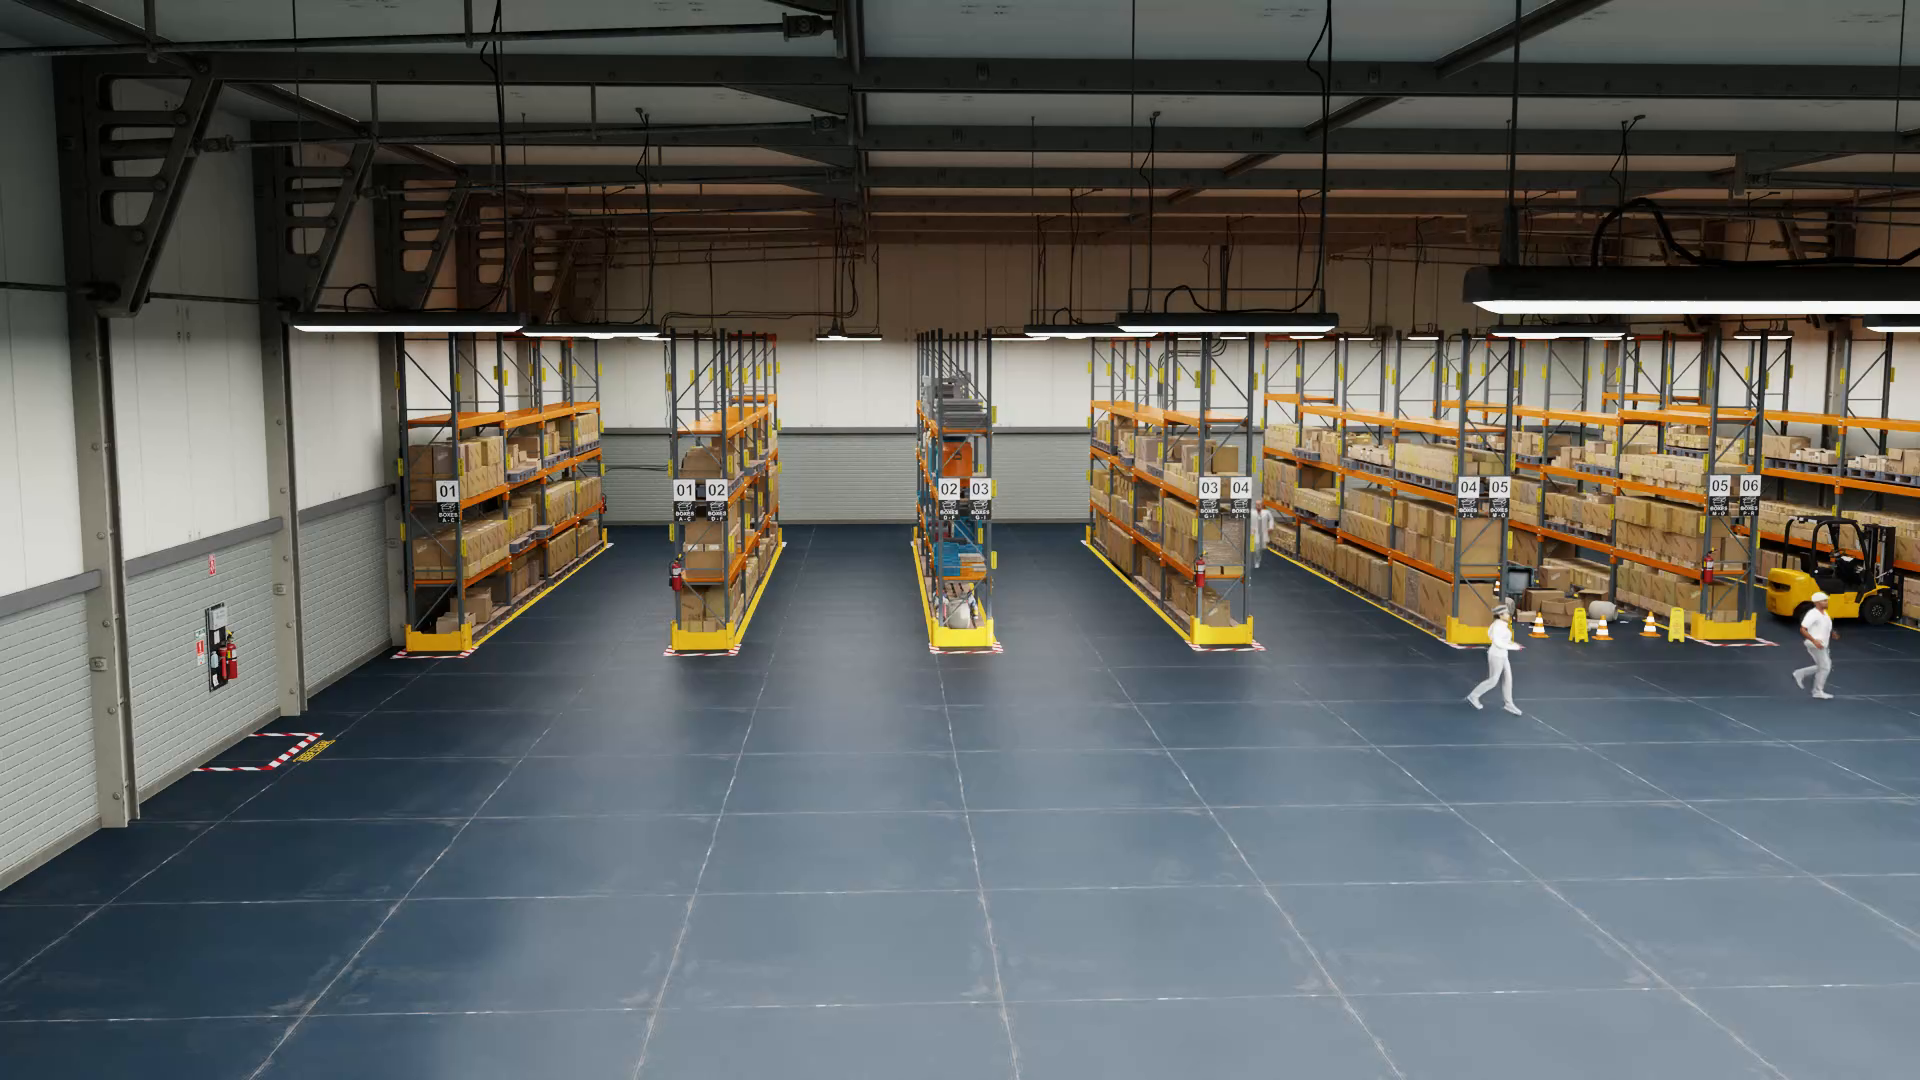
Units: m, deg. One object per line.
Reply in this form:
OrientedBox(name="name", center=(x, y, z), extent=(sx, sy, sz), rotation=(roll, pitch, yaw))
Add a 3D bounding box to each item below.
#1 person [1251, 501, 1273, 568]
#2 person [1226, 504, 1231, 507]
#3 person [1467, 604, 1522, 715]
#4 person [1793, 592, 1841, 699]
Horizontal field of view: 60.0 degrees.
OrientedBox(name="person", center=(7.658, -0.104, 42.536), extent=(0.728, 1.656, 0.704), rotation=(1, 7, 4))
OrientedBox(name="person", center=(7.434, -0.655, 47.251), extent=(0.657, 1.614, 0.590), rotation=(0, 7, 3))
OrientedBox(name="person", center=(8.347, 1.843, 25.868), extent=(0.824, 1.717, 0.632), rotation=(3, 7, 26))
OrientedBox(name="person", center=(13.846, 1.696, 26.944), extent=(0.696, 1.727, 0.671), rotation=(-7, 9, -44))
